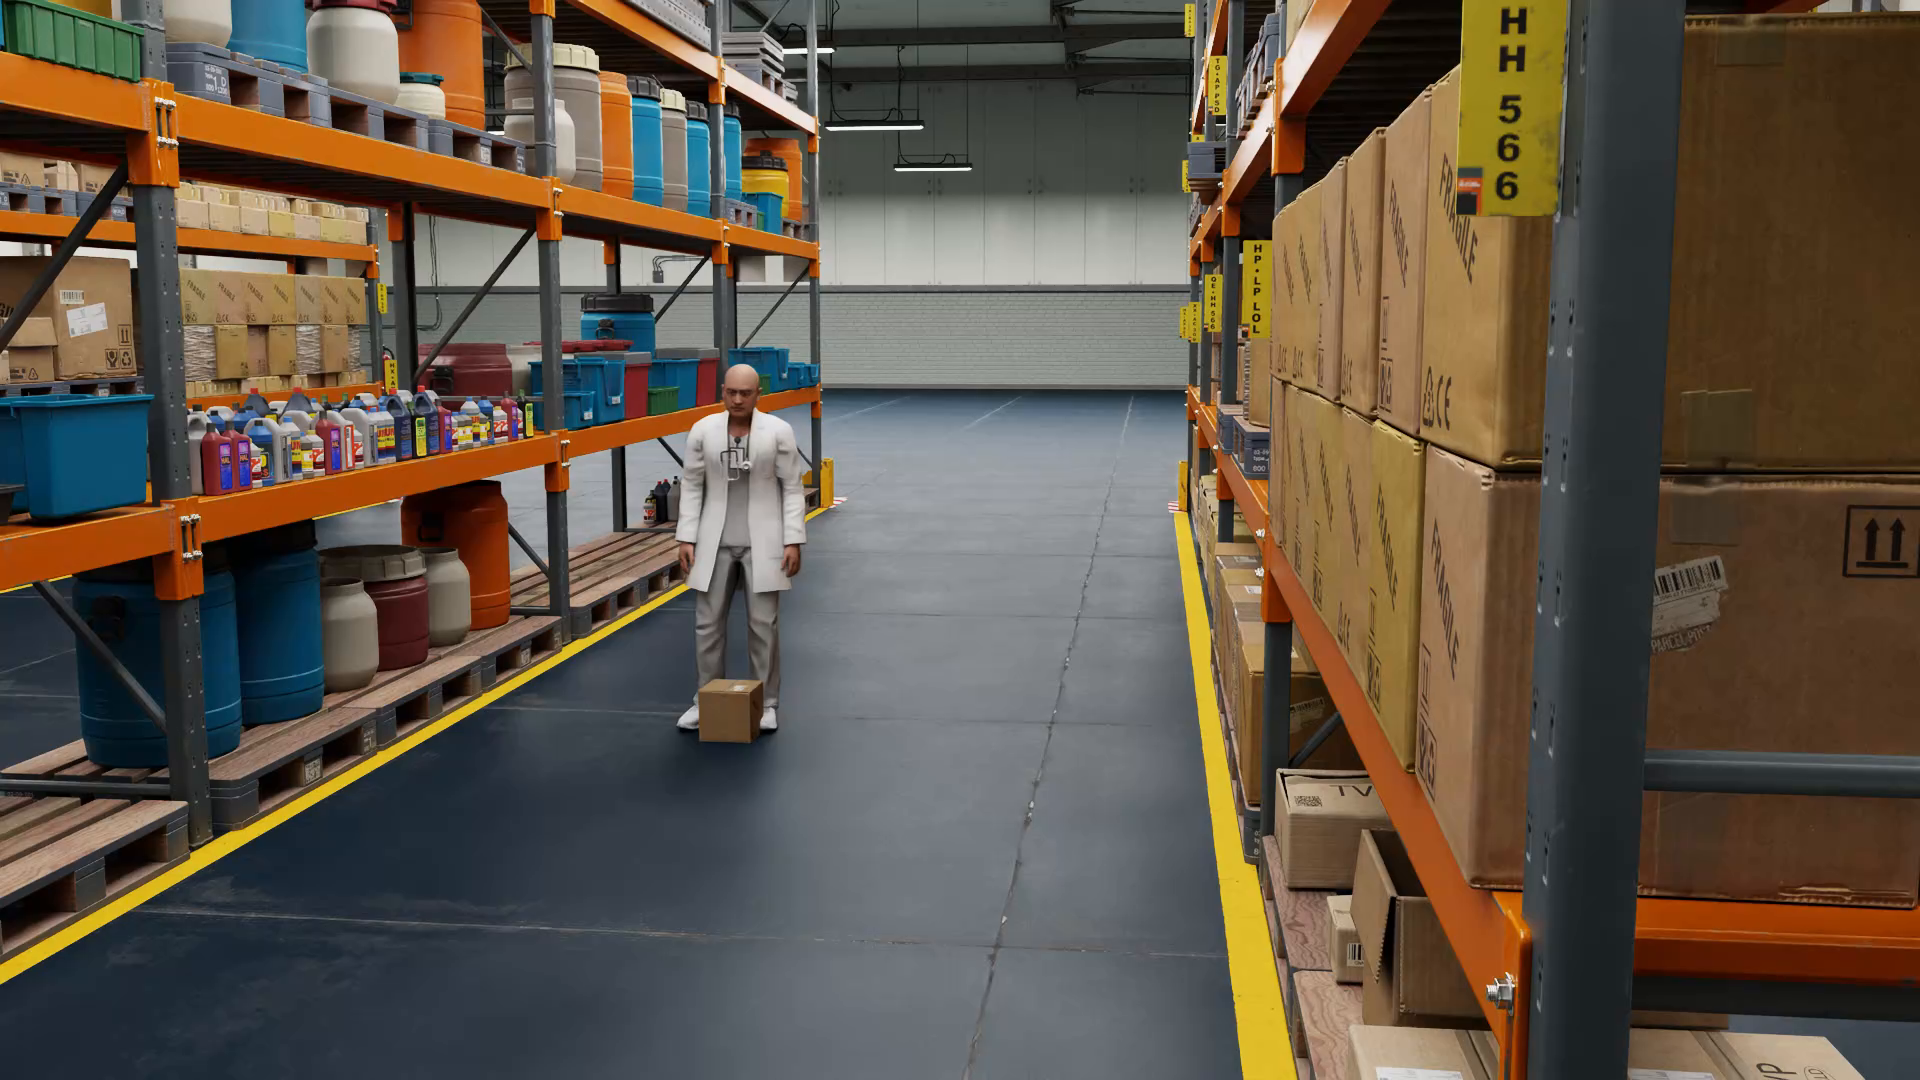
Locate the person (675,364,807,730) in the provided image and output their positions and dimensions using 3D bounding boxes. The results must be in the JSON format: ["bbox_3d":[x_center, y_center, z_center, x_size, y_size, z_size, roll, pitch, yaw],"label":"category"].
[{"bbox_3d":[-1.069,0.032,8.108,0.645,1.772,0.429,0,7,3],"label":"person"}]
